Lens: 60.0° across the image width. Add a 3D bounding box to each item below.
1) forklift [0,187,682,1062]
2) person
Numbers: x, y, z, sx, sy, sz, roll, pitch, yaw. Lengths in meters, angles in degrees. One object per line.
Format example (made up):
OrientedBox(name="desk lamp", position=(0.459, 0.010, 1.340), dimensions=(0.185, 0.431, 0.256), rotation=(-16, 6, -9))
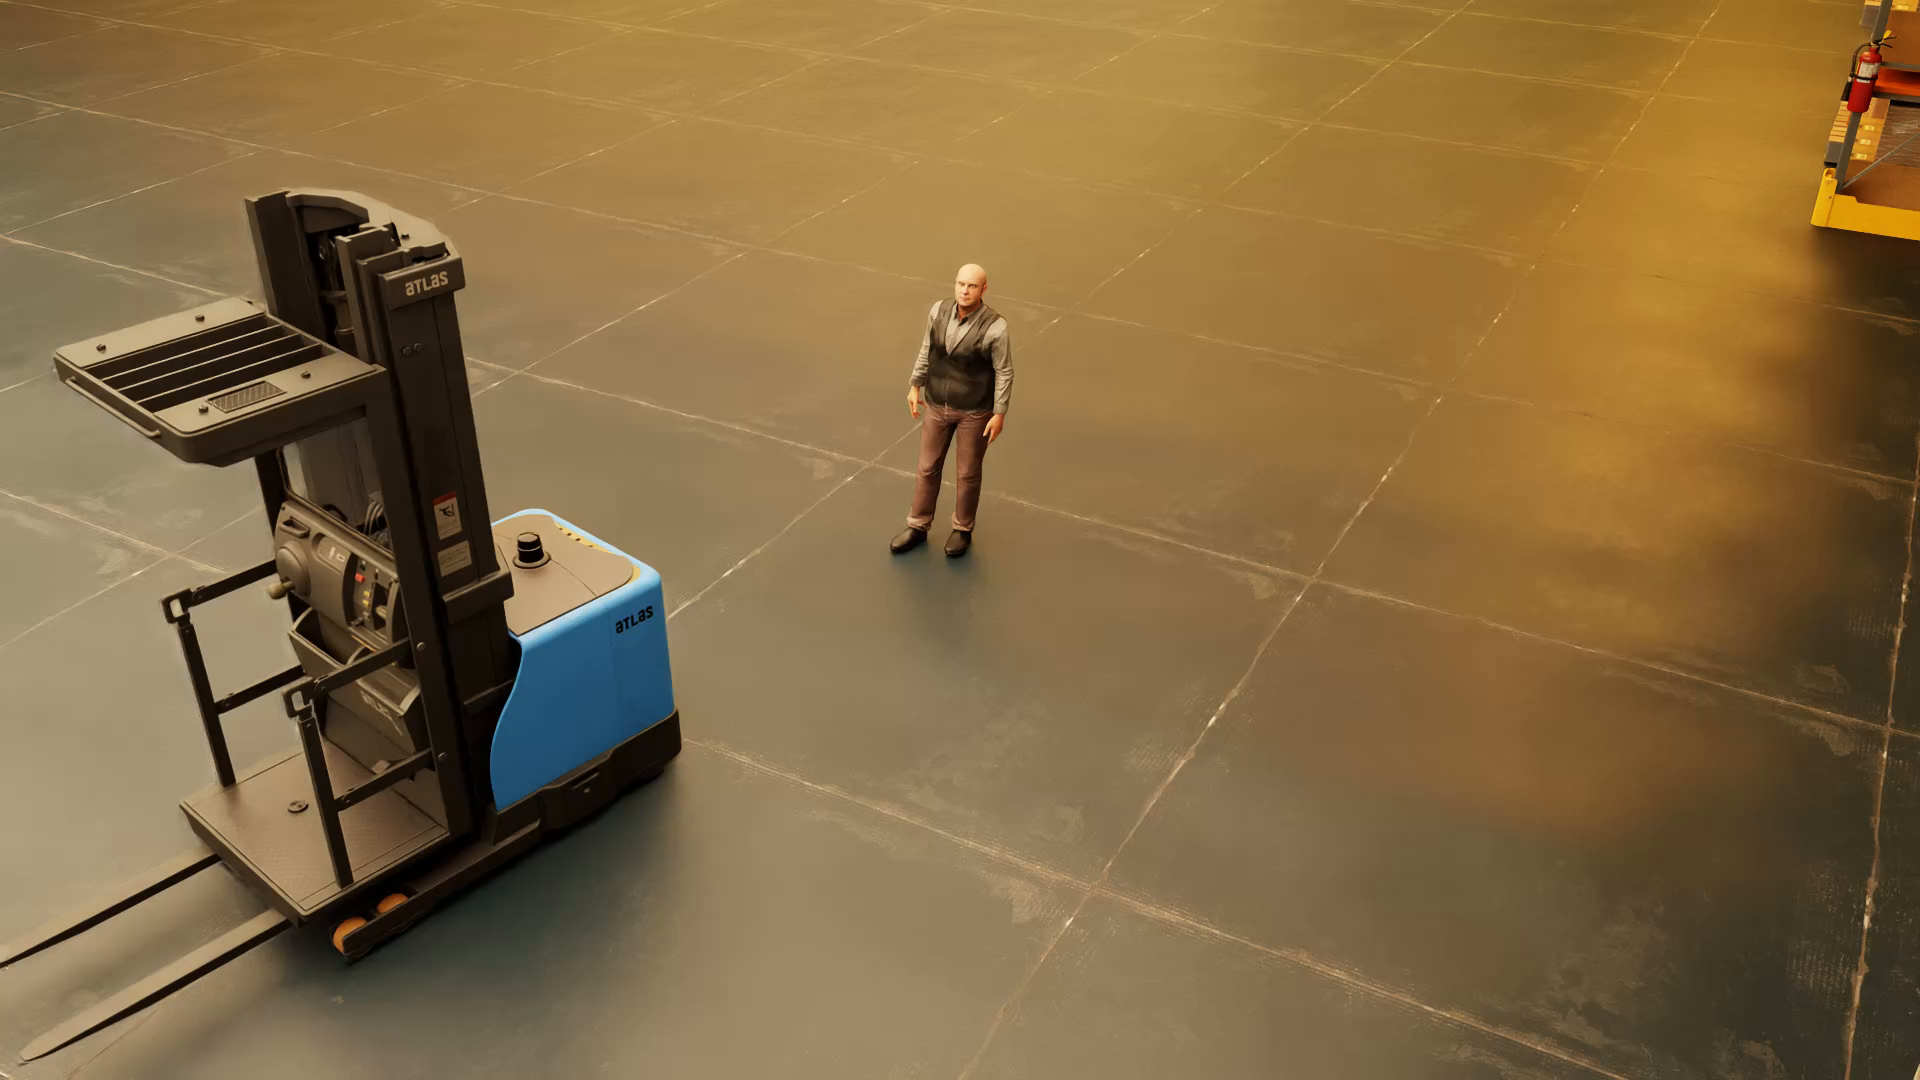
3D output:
OrientedBox(name="forklift", position=(-2.715, 0.192, 6.738), dimensions=(1.130, 2.935, 3.031), rotation=(24, 38, 35))
OrientedBox(name="person", position=(-0.037, -0.723, 9.526), dimensions=(0.633, 1.715, 0.566), rotation=(15, 33, 25))
